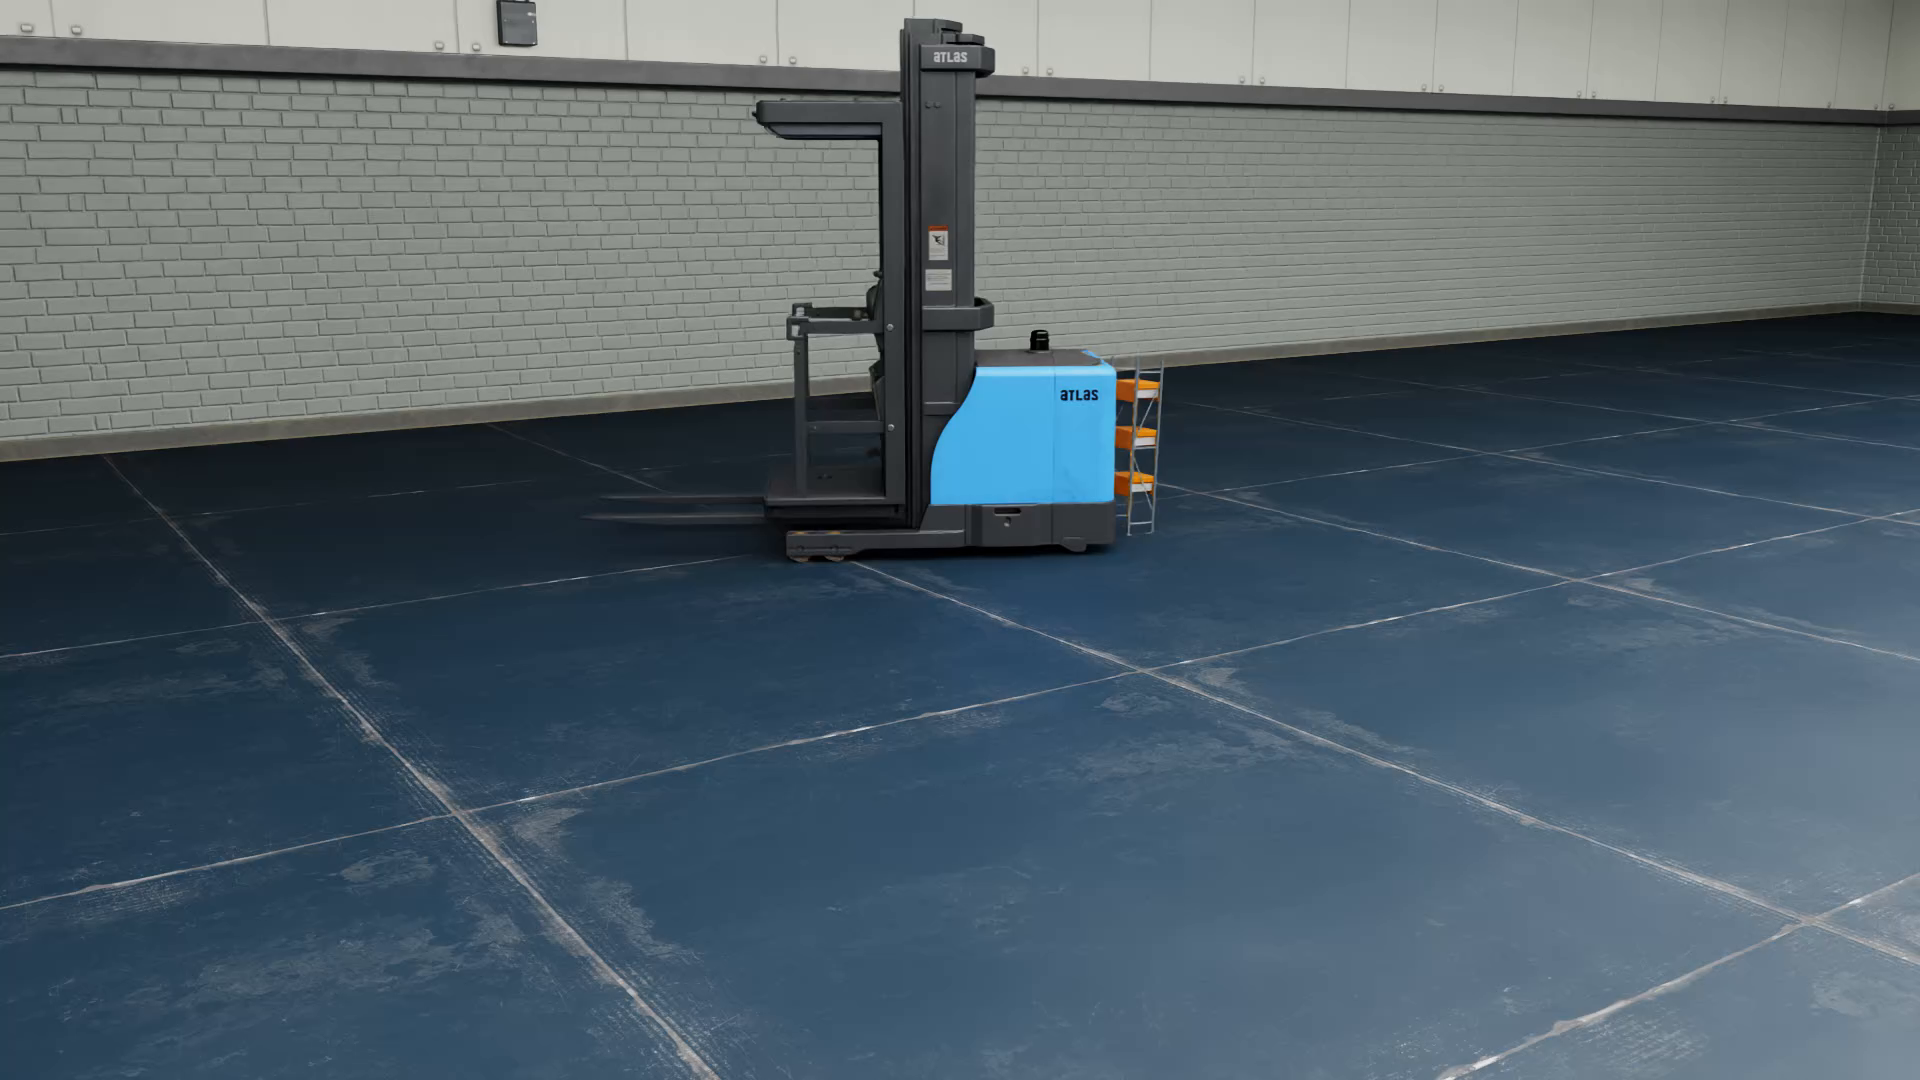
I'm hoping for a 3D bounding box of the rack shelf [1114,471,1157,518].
[{"bbox_3d":[1.023,-0.286,10.036,0.215,0.259,0.240,-5,13,-32],"label":"rack shelf"}]

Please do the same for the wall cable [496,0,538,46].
[{"bbox_3d":[-2.906,-7.252,13.999,2.305,6.003,0.169,-8,15,-33],"label":"wall cable"}]

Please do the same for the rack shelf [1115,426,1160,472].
[{"bbox_3d":[1.034,-0.558,9.983,0.215,0.259,0.240,-5,13,-32],"label":"rack shelf"}]

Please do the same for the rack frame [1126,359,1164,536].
[{"bbox_3d":[1.100,-0.546,9.881,0.200,1.050,0.008,-5,13,-32],"label":"rack frame"}]

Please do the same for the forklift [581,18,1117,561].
[{"bbox_3d":[-0.650,-1.429,9.533,3.031,2.935,1.130,-1,12,-4],"label":"forklift"}]

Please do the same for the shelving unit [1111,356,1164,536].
[{"bbox_3d":[1.035,-0.569,9.981,0.215,1.050,0.252,-5,13,-32],"label":"shelving unit"}]

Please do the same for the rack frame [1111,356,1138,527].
[{"bbox_3d":[0.969,-0.591,10.082,0.200,1.050,0.008,-5,13,-32],"label":"rack frame"}]

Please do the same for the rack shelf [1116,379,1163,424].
[{"bbox_3d":[1.045,-0.837,9.929,0.215,0.259,0.240,-5,13,-32],"label":"rack shelf"}]
